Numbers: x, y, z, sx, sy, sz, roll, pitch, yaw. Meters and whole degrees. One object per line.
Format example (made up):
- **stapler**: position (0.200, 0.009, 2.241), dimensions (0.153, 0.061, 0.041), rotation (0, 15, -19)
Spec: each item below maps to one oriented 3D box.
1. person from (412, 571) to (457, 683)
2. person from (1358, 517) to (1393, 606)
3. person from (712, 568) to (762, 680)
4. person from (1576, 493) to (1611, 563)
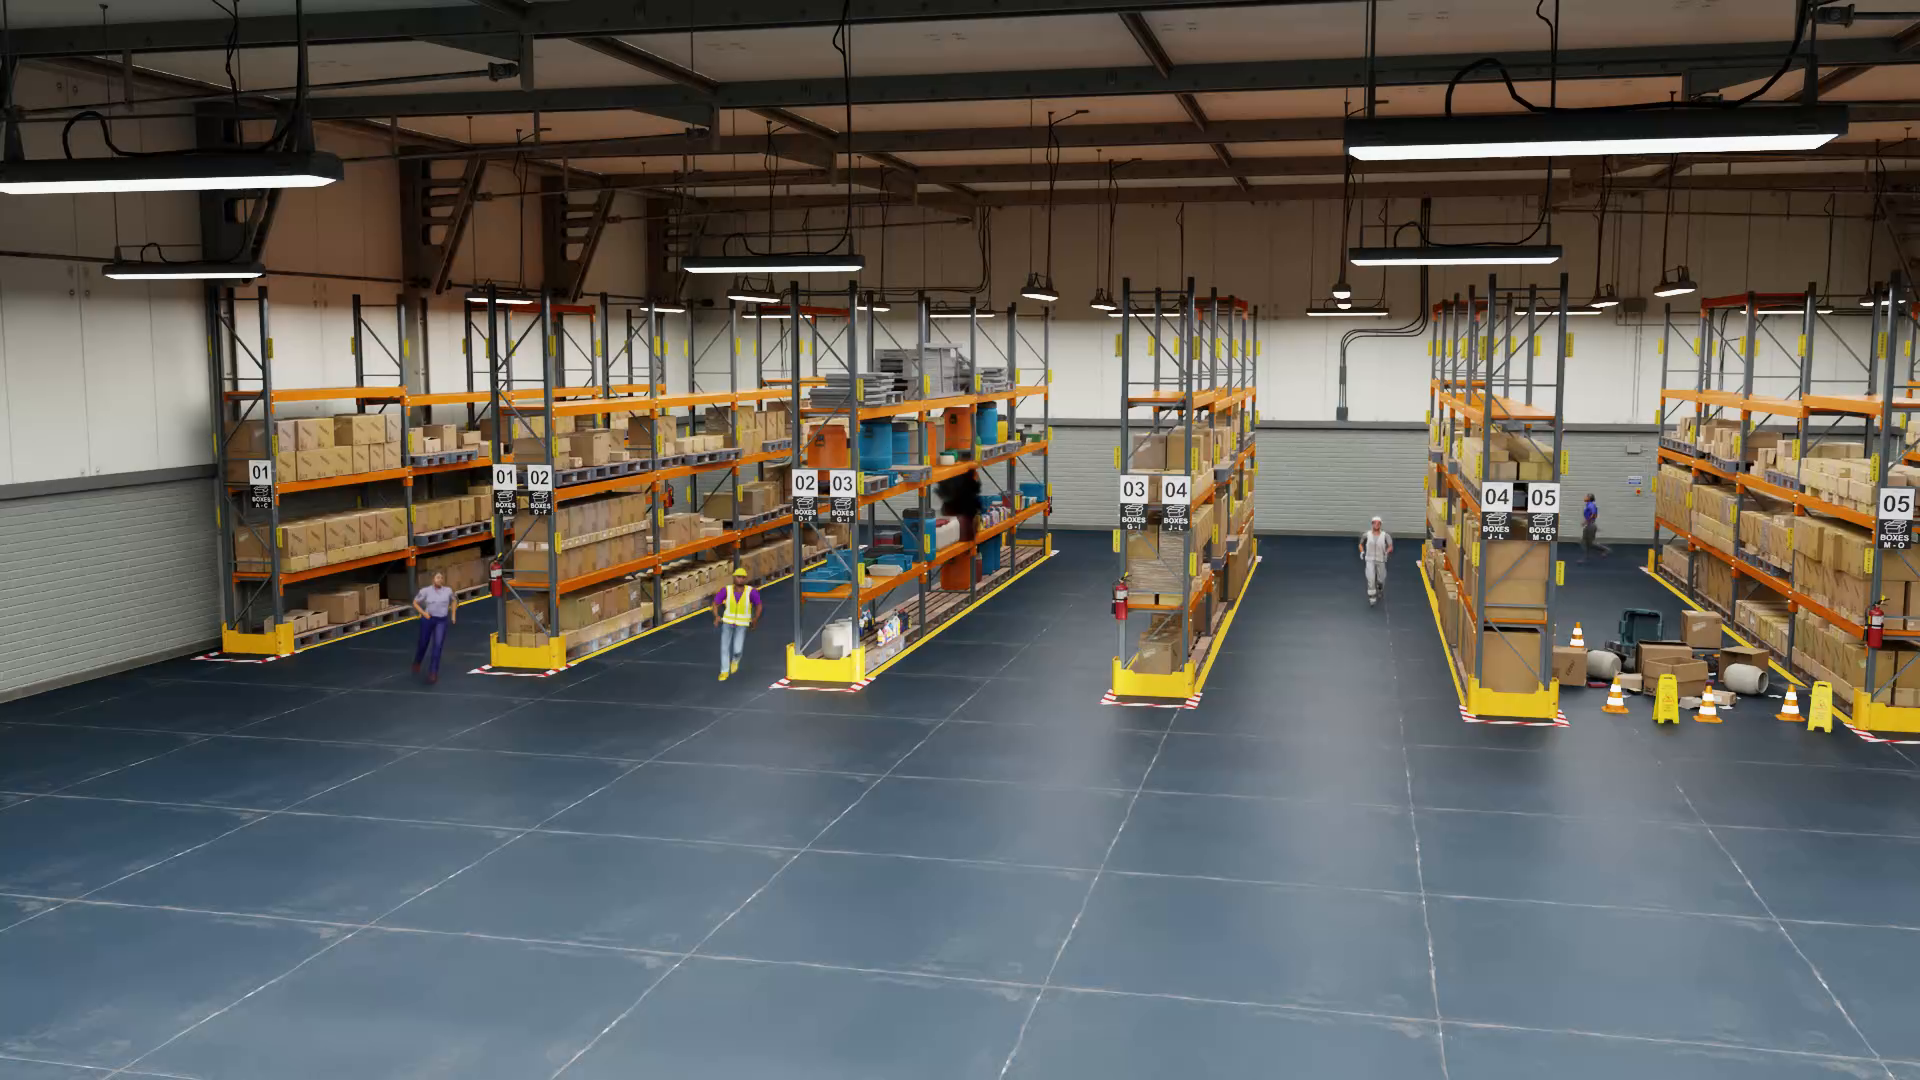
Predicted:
- **person**: position (-7.998, 1.288, 25.333), dimensions (0.691, 1.631, 0.925), rotation (-3, 7, -22)
- **person**: position (8.106, 0.412, 32.468), dimensions (0.658, 1.741, 0.687), rotation (2, 7, 15)
- **person**: position (-3.391, 1.272, 25.216), dimensions (0.755, 1.705, 0.532), rotation (0, 7, -1)
- **person**: position (14.835, -0.265, 38.863), dimensions (0.761, 1.653, 0.569), rotation (3, 7, 23)
